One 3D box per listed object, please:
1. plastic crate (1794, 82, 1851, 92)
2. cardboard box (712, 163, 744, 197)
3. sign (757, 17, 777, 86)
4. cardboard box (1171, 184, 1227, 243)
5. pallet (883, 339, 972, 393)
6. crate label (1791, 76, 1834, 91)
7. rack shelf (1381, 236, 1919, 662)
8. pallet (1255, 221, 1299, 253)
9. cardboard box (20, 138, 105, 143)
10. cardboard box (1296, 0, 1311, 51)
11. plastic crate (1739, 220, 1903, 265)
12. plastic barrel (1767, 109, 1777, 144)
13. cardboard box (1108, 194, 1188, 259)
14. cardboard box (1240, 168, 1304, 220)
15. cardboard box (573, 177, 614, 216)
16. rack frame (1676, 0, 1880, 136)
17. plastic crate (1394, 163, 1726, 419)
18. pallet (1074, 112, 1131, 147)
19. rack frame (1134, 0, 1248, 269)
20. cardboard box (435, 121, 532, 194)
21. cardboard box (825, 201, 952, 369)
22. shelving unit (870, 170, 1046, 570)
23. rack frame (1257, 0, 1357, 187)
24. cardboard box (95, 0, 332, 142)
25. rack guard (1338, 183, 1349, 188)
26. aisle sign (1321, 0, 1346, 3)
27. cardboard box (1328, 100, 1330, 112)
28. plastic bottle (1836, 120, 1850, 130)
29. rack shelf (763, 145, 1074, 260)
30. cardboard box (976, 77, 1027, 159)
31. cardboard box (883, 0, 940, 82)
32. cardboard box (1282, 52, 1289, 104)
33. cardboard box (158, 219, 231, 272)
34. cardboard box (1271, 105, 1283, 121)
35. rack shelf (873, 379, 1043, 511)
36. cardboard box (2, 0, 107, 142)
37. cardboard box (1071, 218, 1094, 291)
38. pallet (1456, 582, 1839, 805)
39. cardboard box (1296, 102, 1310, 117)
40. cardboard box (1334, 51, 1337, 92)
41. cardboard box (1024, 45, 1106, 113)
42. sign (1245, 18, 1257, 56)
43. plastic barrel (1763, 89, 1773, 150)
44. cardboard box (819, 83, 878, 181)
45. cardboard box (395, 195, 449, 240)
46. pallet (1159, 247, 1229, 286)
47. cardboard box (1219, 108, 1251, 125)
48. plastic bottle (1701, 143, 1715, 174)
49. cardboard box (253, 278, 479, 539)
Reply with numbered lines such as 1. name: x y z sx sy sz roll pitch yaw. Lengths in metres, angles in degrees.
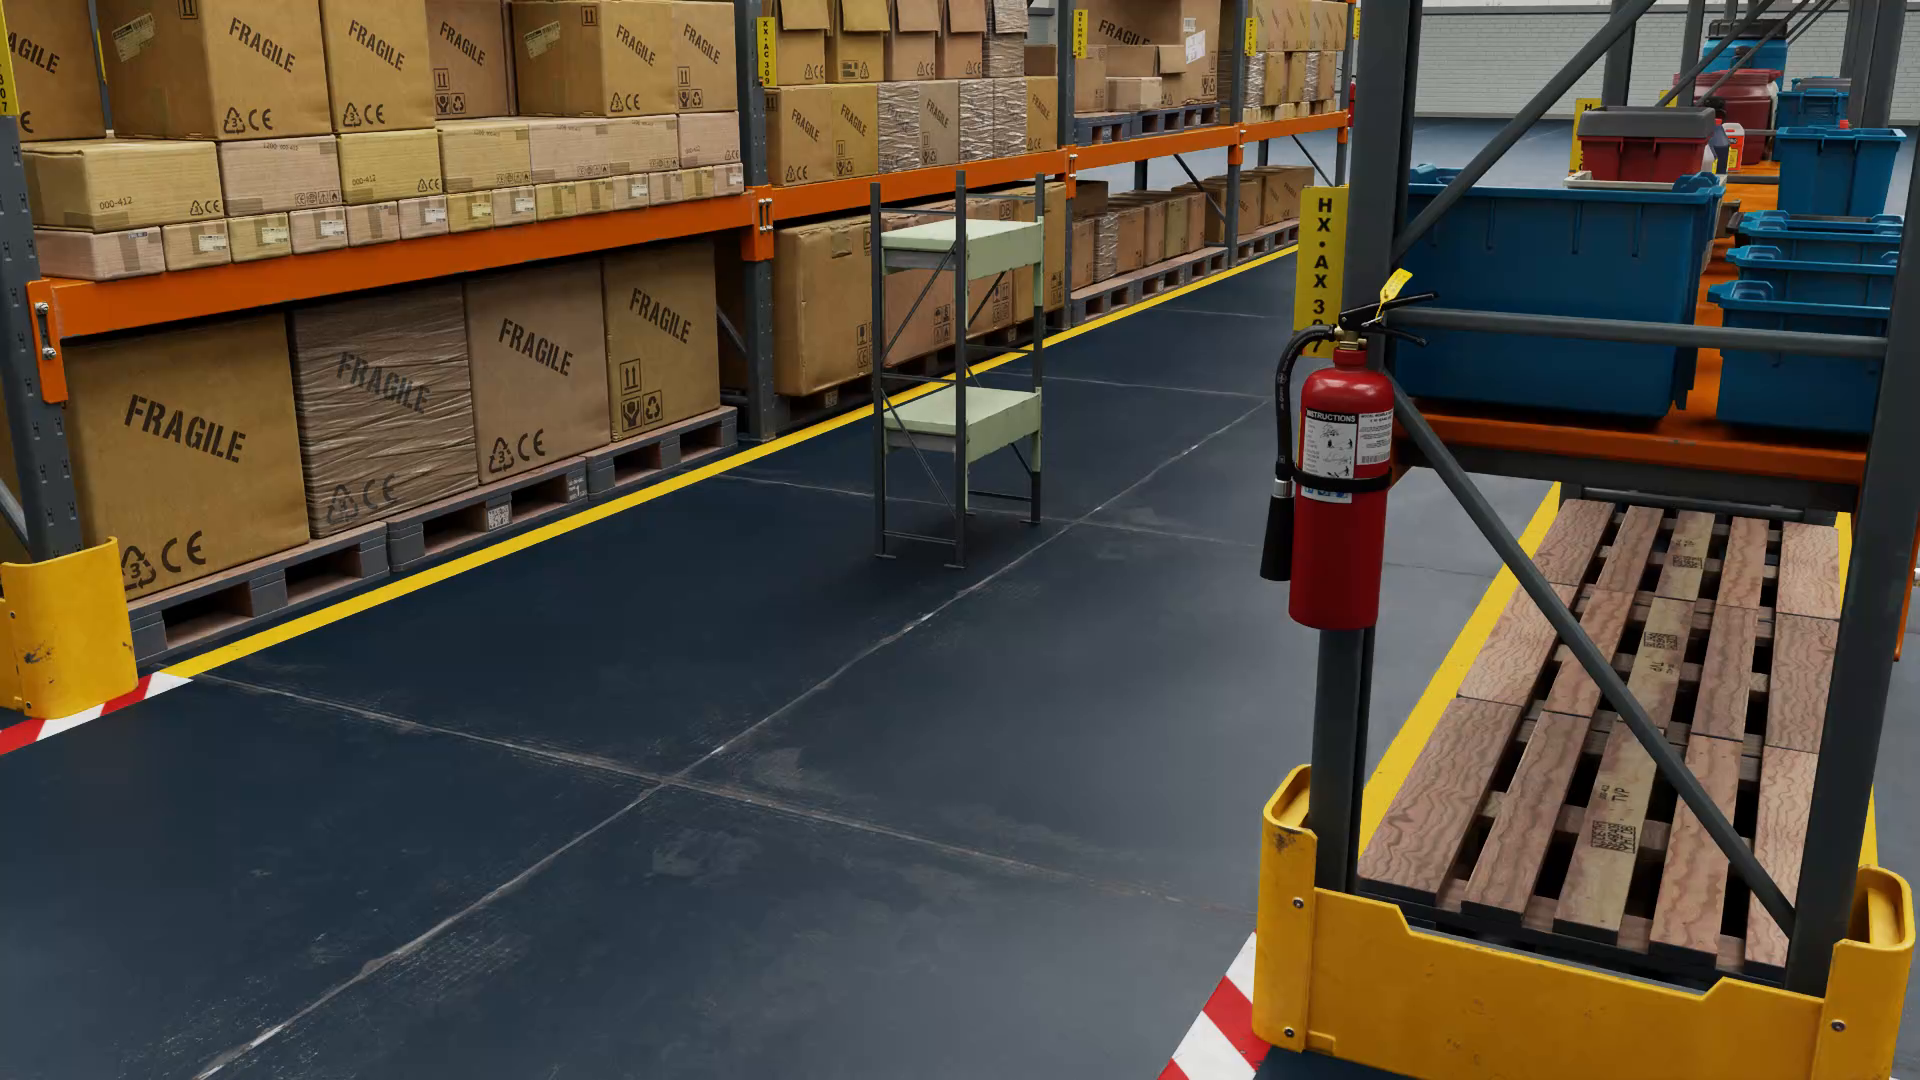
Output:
1. plastic crate: 5.766 -2.809 11.102 0.402 0.464 0.583 8 18 25
2. cardboard box: -1.291 -1.778 8.182 0.380 0.149 0.250 8 18 26
3. sign: -0.951 -2.400 8.177 0.100 0.325 0.005 8 18 25
4. cardboard box: 2.341 -3.155 16.031 0.500 0.500 0.500 7 18 24
5. pallet: -0.627 -1.199 10.689 1.003 0.211 1.213 8 18 25
6. crate label: 7.765 -3.958 15.018 0.502 0.435 0.616 8 18 25
7. rack shelf: 2.089 -0.533 4.814 1.077 0.370 4.000 8 18 25
8. pallet: 2.939 -3.206 17.447 1.003 0.211 1.213 8 18 25
9. cardboard box: -3.256 -1.226 5.626 0.500 0.250 0.500 8 18 24
10. cardboard box: 3.215 -5.191 16.778 0.500 0.500 0.500 8 18 25
11. plastic crate: 2.189 -0.673 4.211 0.416 0.233 0.300 8 18 25
12. plastic barrel: 5.829 -3.041 12.237 0.301 0.262 0.301 0 17 0
13. cardboard box: 1.603 -2.795 14.784 0.700 0.500 0.500 8 18 25
14. cardboard box: 3.384 -3.763 18.080 0.500 0.500 0.500 14 22 40
15. cardboard box: -1.751 -1.515 7.299 0.380 0.149 0.250 8 19 26
16. rack frame: 4.770 -2.406 9.857 1.000 3.000 0.127 8 18 25
17. plastic crate: 1.178 -0.523 3.350 0.616 0.435 0.499 8 18 25
18. pallet: 0.562 -3.139 12.662 1.213 0.211 1.003 8 18 25
19. rack frame: 2.127 -4.055 15.409 1.000 3.000 0.127 8 18 25
20. cardboard box: -2.097 -1.551 6.720 0.500 0.250 0.500 8 18 24
21. cardboard box: -0.781 -1.593 10.115 1.225 0.875 0.875 7 18 23
22. shelving unit: 0.003 -0.721 6.817 0.431 1.500 0.755 8 18 25
23. rack frame: 3.914 -5.074 18.839 1.000 3.000 0.127 8 18 25
24. cardboard box: -2.556 -1.644 5.715 0.500 0.500 0.500 8 18 24
25. rack guard: 3.880 -3.856 19.130 1.175 0.500 0.348 8 18 25
26. aisle sign: 4.210 -6.298 18.394 0.394 0.787 0.004 8 18 25
27. cardboard box: 3.859 -4.791 18.328 0.380 0.149 0.250 8 18 25
28. plastic bottle: 4.352 -1.899 8.235 0.144 0.351 0.185 8 18 25
29. rack shelf: -0.554 -2.182 10.366 1.077 0.370 4.000 8 18 25
30. cardboard box: 0.112 -2.801 11.010 0.500 0.500 0.500 8 18 25
31. cardboard box: -0.589 -3.044 10.066 0.797 0.503 0.637 9 19 27
32. cardboard box: 2.771 -4.615 16.597 0.875 0.500 0.500 8 18 25
33. cardboard box: -2.668 -0.992 5.537 0.380 0.149 0.250 8 18 25
34. cardboard box: 2.954 -4.204 16.350 0.380 0.149 0.250 8 18 25
35. rack shelf: 0.003 -0.408 6.909 0.431 0.370 0.720 8 18 25
36. cardboard box: -3.253 -1.586 5.520 0.500 0.500 0.500 8 18 26
37. cardboard box: 0.621 -2.222 12.855 0.700 0.500 0.500 7 18 22
38. pallet: 2.145 0.454 5.126 1.003 0.211 1.213 8 18 25
39. cardboard box: 3.395 -4.459 17.211 0.380 0.149 0.250 8 18 25
40. cardboard box: 3.644 -5.128 18.323 0.875 0.500 0.500 8 18 25
41. cardboard box: 0.705 -3.583 12.906 0.700 0.500 0.500 11 20 33
42. sign: 2.625 -4.540 15.009 0.100 0.325 0.005 8 18 25
43. plastic barrel: 5.039 -2.749 10.815 0.421 0.512 0.421 0 17 0
44. cardboard box: -0.795 -2.279 9.253 0.500 0.500 0.500 8 18 25
45. cardboard box: -2.209 -1.254 6.420 0.380 0.149 0.250 8 18 25
46. pallet: 1.780 -2.520 15.137 1.003 0.211 1.213 8 18 25
47. cardboard box: 2.492 -3.951 15.500 0.380 0.149 0.250 8 18 25
48. plastic bottle: 3.230 -1.621 7.300 0.144 0.351 0.185 8 18 25
49. cardboard box: -2.614 -0.586 6.724 0.875 0.875 0.875 8 18 25
